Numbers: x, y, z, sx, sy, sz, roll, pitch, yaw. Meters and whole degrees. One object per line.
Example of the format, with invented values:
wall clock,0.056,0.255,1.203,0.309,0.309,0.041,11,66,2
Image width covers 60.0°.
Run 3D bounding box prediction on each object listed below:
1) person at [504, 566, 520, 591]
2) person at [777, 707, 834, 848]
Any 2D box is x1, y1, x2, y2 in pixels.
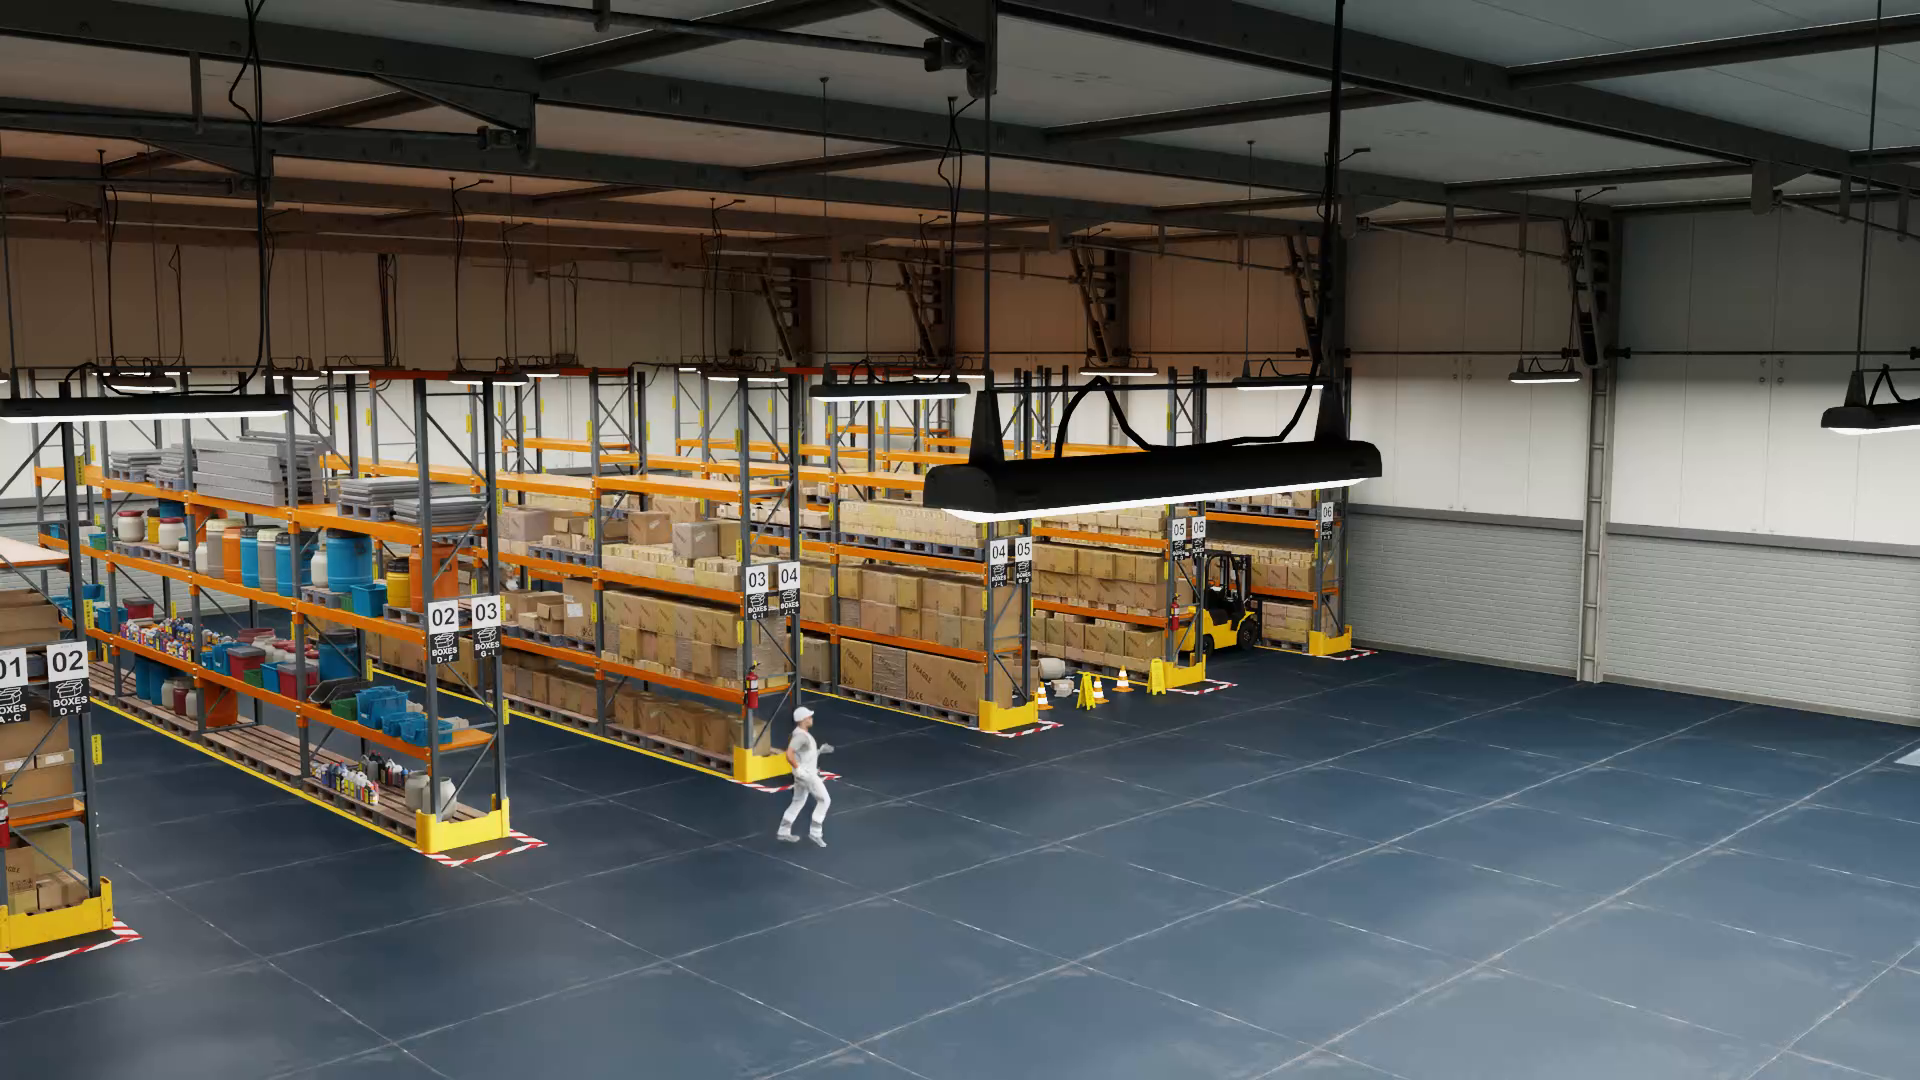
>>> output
person,-9.939,1.383,36.706,0.565,1.663,0.617,6,9,42
person,-1.970,3.045,21.288,0.761,1.836,0.647,-2,7,-16
